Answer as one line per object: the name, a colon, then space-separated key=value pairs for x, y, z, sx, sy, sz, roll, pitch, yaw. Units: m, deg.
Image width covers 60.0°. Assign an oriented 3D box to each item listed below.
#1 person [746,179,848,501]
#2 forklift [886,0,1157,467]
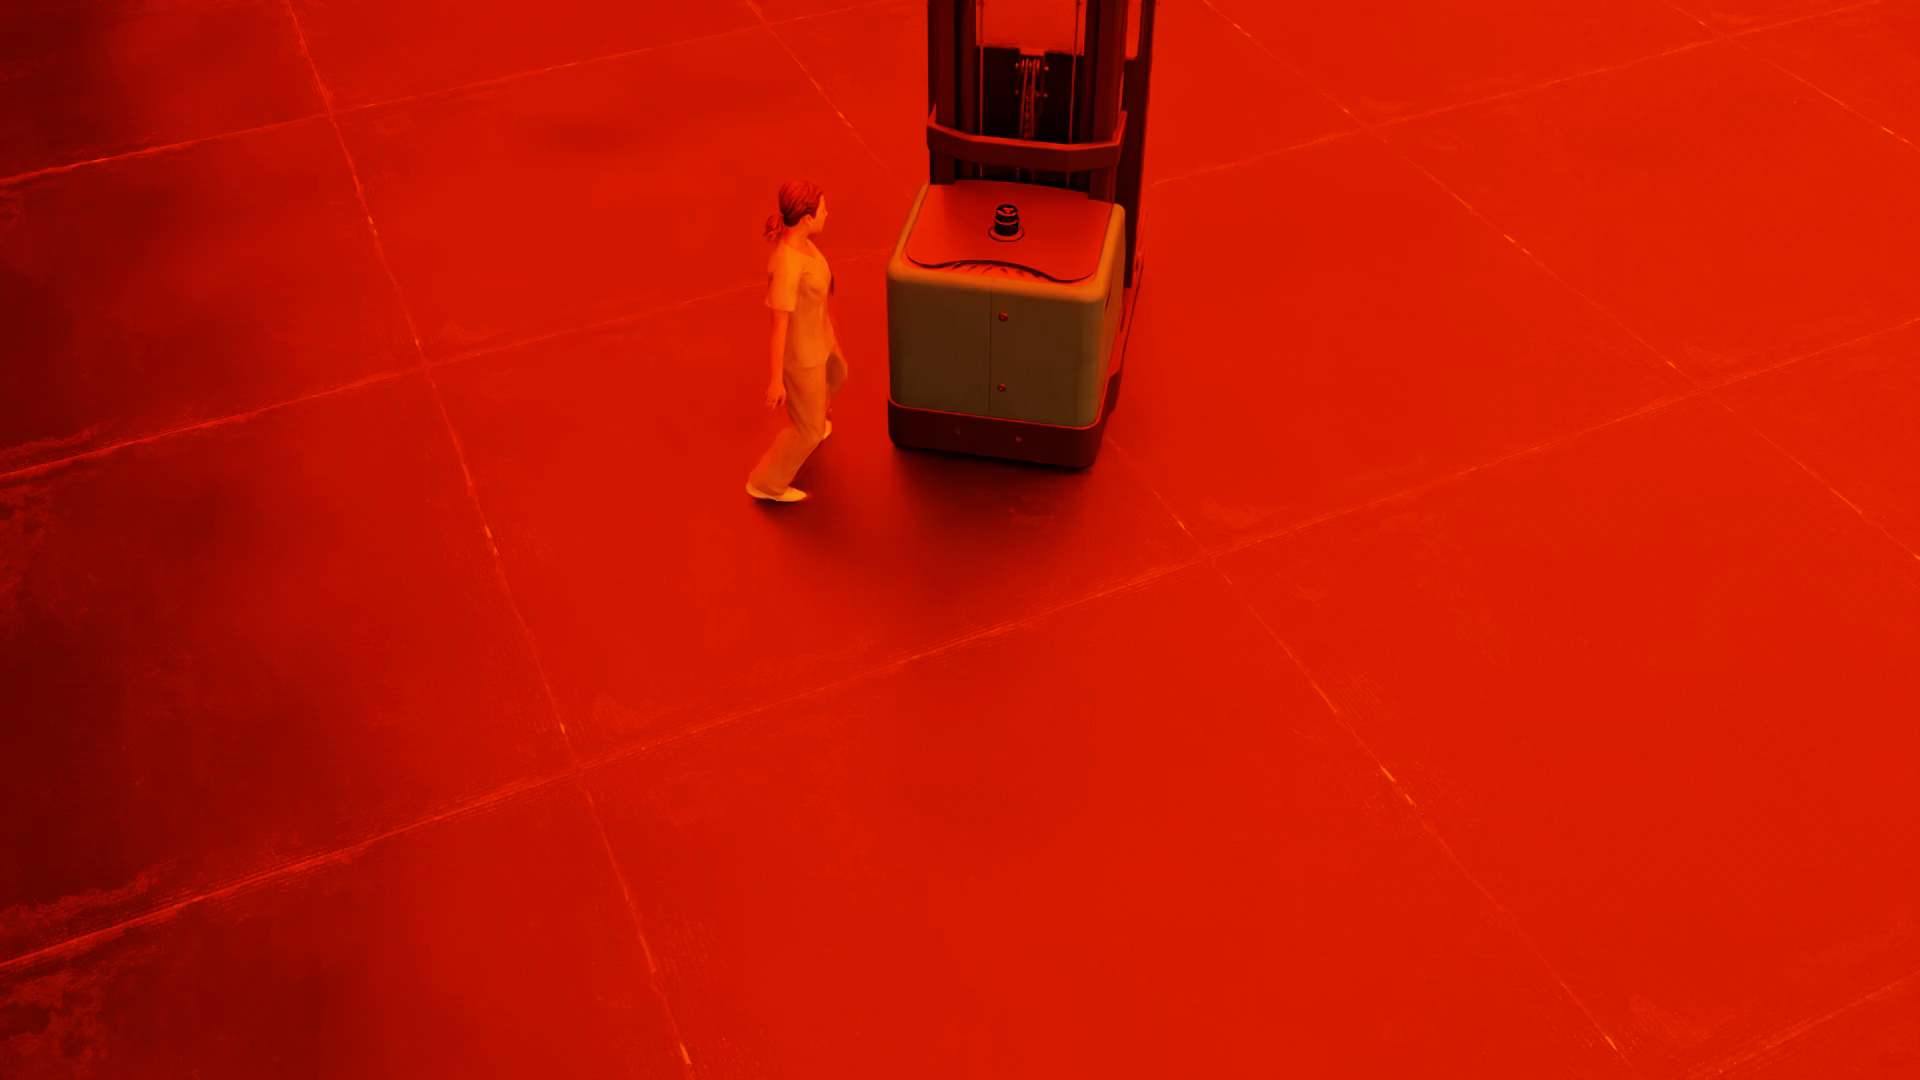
person: x=-0.790 y=-0.879 z=7.627 sx=0.478 sy=1.646 sz=0.804 roll=2 pitch=43 yaw=2
forklift: x=0.432 y=-2.443 z=8.298 sx=1.130 sy=2.935 sz=3.031 roll=8 pitch=44 yaw=8
